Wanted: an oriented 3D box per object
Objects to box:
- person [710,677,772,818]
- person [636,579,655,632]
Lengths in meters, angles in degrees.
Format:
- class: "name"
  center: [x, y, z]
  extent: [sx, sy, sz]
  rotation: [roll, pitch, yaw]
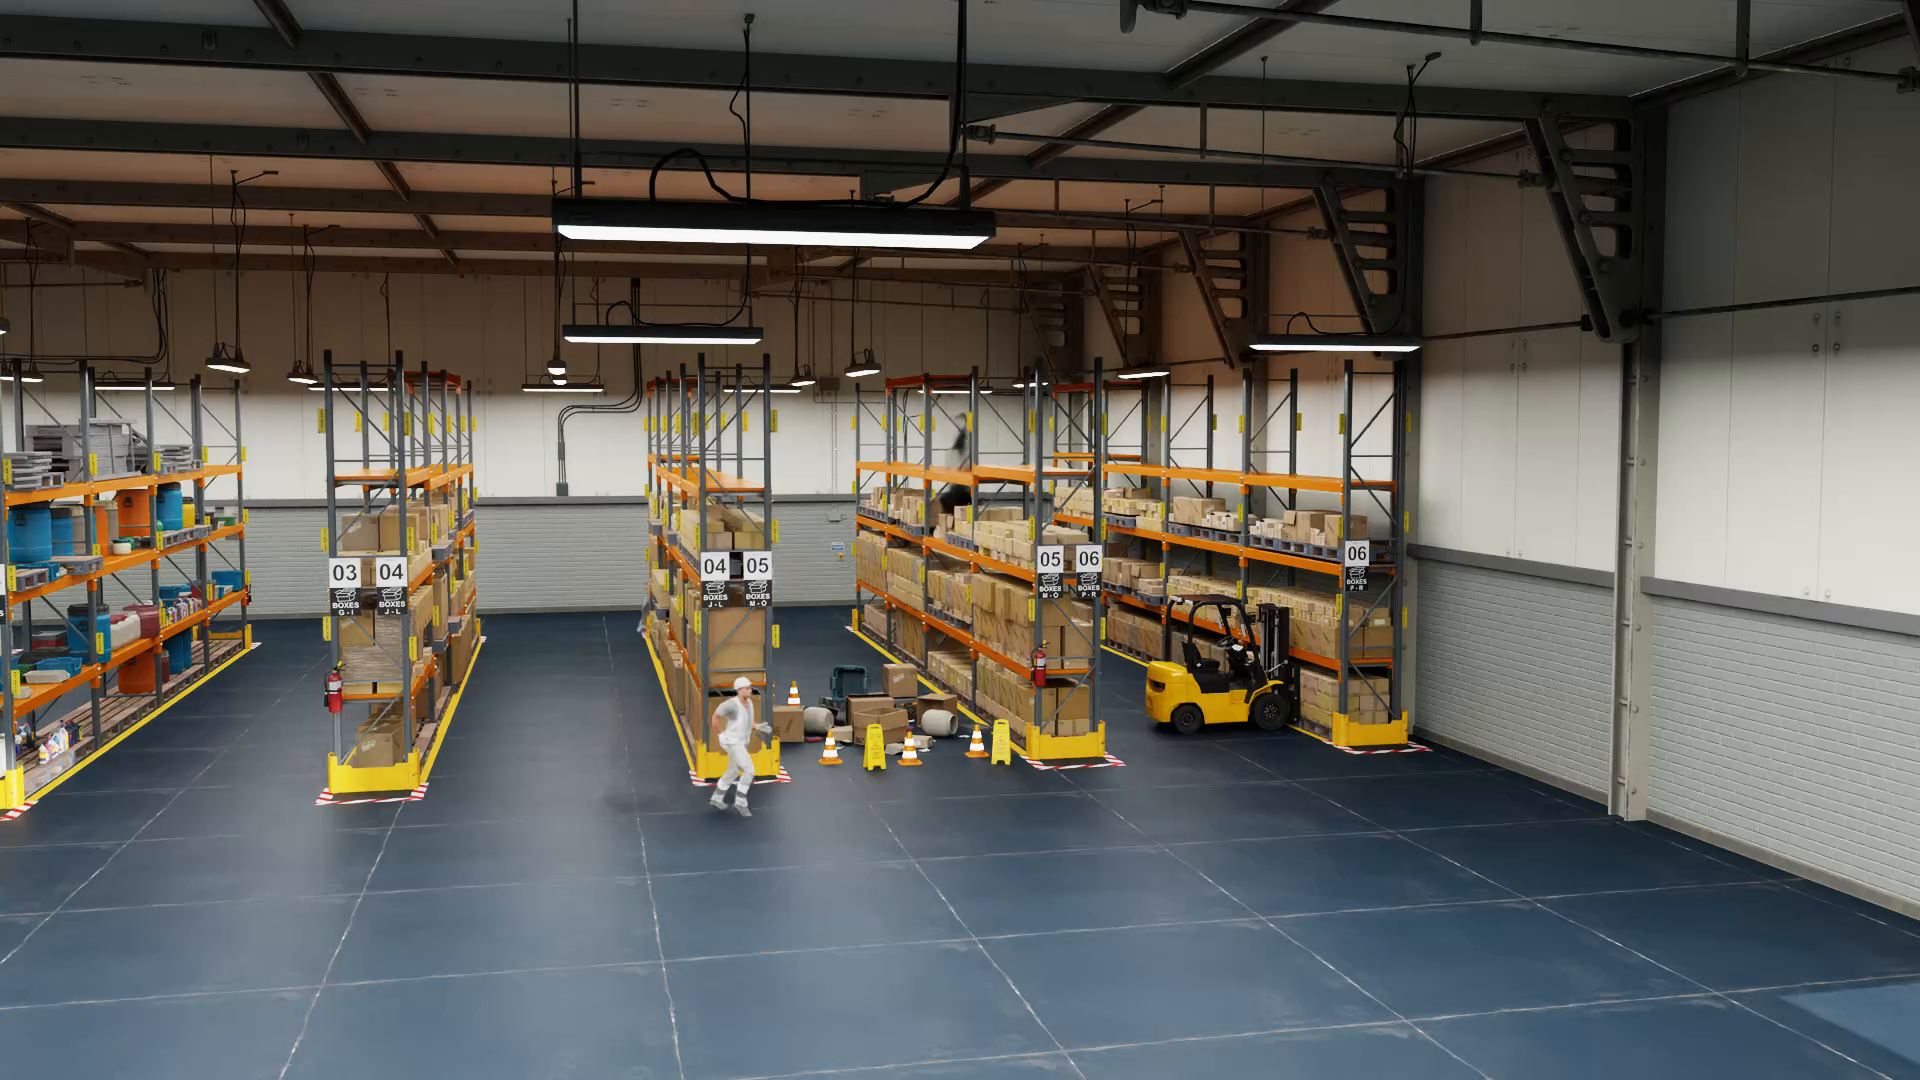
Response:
- class: "person"
  center: [-2.846, 2.654, 21.295]
  extent: [0.864, 1.824, 0.587]
  rotation: [1, 4, 19]
- class: "person"
  center: [-7.390, 1.406, 40.252]
  extent: [0.550, 1.607, 0.816]
  rotation: [4, 6, 44]
